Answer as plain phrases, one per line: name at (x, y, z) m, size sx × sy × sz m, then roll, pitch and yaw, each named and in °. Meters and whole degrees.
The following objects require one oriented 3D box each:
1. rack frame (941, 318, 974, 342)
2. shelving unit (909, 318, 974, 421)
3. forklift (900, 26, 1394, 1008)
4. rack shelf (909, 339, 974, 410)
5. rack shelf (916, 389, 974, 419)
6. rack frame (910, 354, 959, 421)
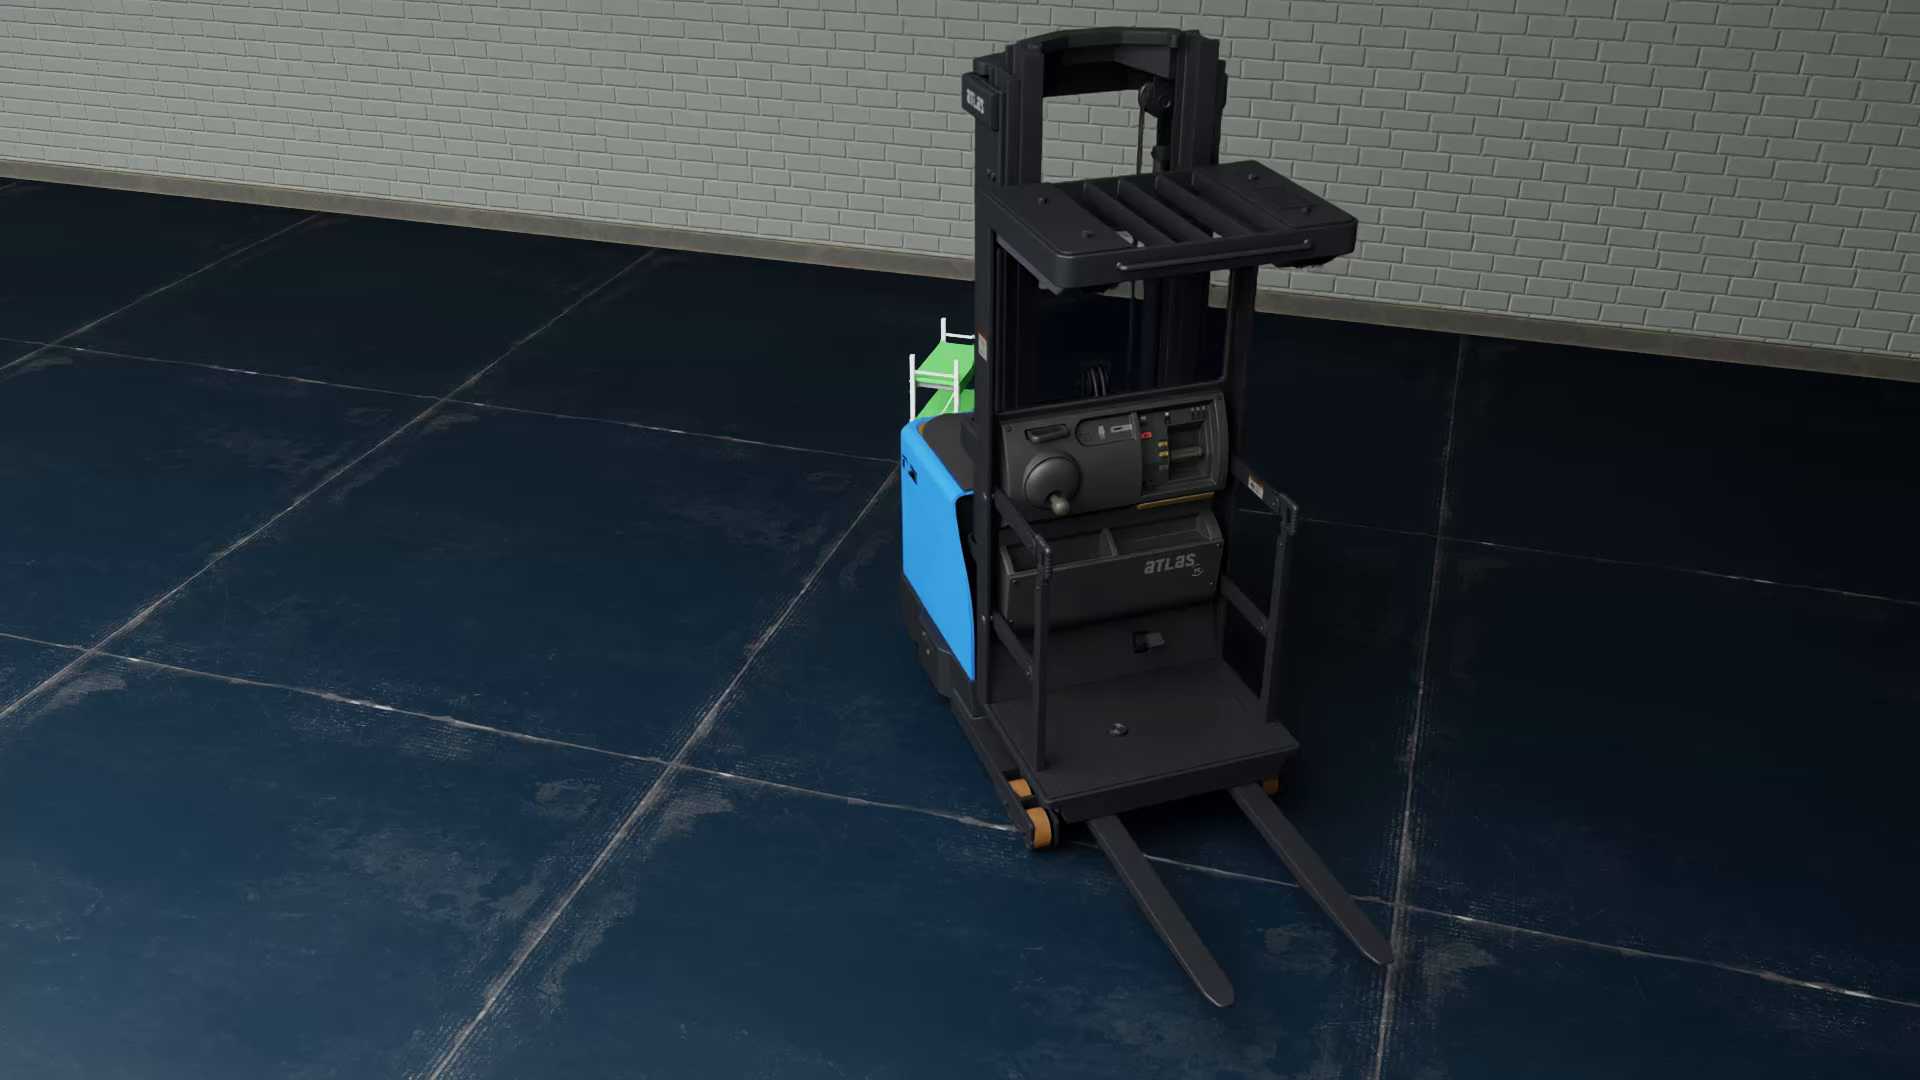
rack frame at (0.023, -0.561, 8.524) m, size 0.240 × 1.200 × 0.015 m, roll 8°, pitch 30°, yaw 15°
shelving unit at (-0.049, -0.447, 8.320) m, size 0.258 × 1.200 × 0.503 m, roll 8°, pitch 30°, yaw 15°
forklift at (0.679, -0.286, 6.250) m, size 1.130 × 2.935 × 3.031 m, roll -10°, pitch 30°, yaw -17°
rack shelf at (-0.049, -0.811, 8.118) m, size 0.258 × 0.148 × 0.480 m, roll 8°, pitch 30°, yaw 15°
rack shelf at (-0.049, -0.601, 8.234) m, size 0.258 × 0.148 × 0.480 m, roll 8°, pitch 30°, yaw 15°
rack frame at (-0.120, -0.334, 8.116) m, size 0.240 × 1.200 × 0.015 m, roll 8°, pitch 30°, yaw 15°
